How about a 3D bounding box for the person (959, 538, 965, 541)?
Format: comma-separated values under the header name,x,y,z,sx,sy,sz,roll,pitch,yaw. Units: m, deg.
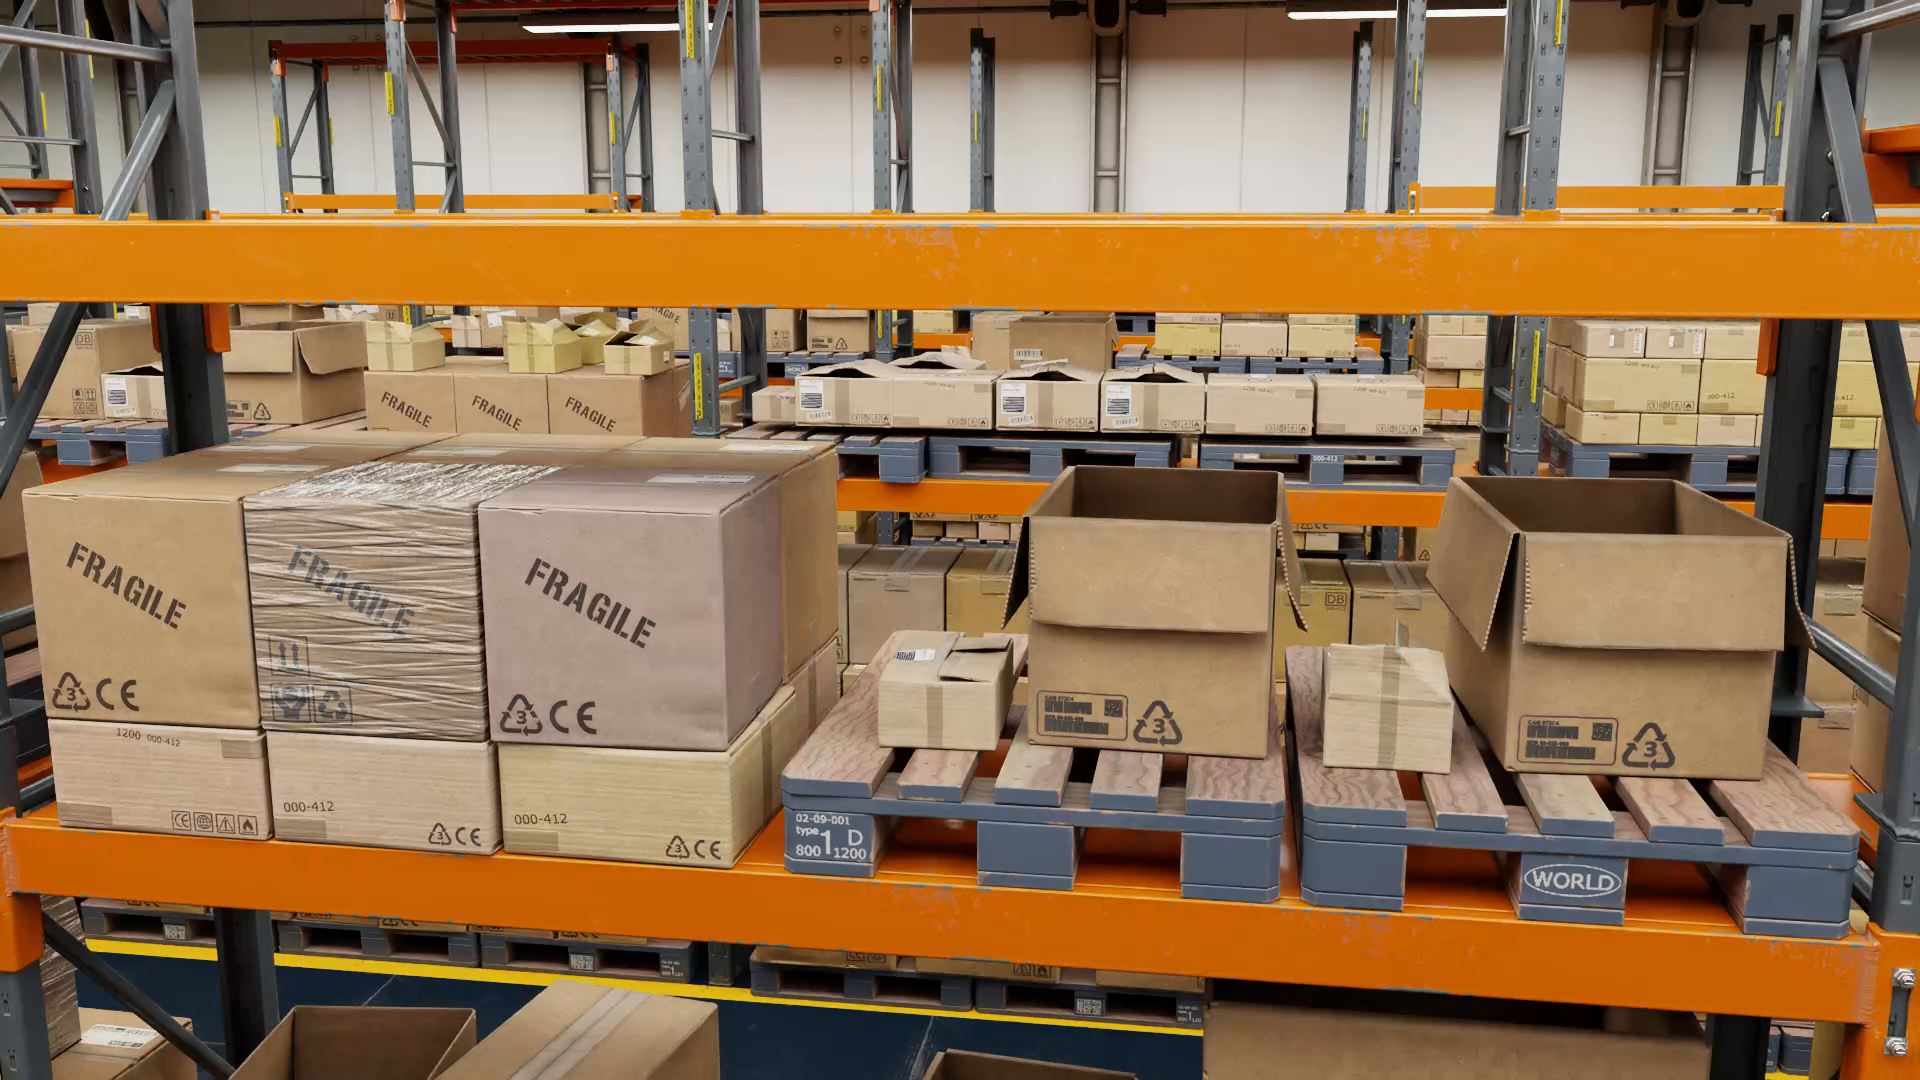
name,x,y,z,sx,sy,sz,roll,pitch,yaw
person,-0.021,-0.113,17.501,0.423,1.663,0.532,0,11,1
